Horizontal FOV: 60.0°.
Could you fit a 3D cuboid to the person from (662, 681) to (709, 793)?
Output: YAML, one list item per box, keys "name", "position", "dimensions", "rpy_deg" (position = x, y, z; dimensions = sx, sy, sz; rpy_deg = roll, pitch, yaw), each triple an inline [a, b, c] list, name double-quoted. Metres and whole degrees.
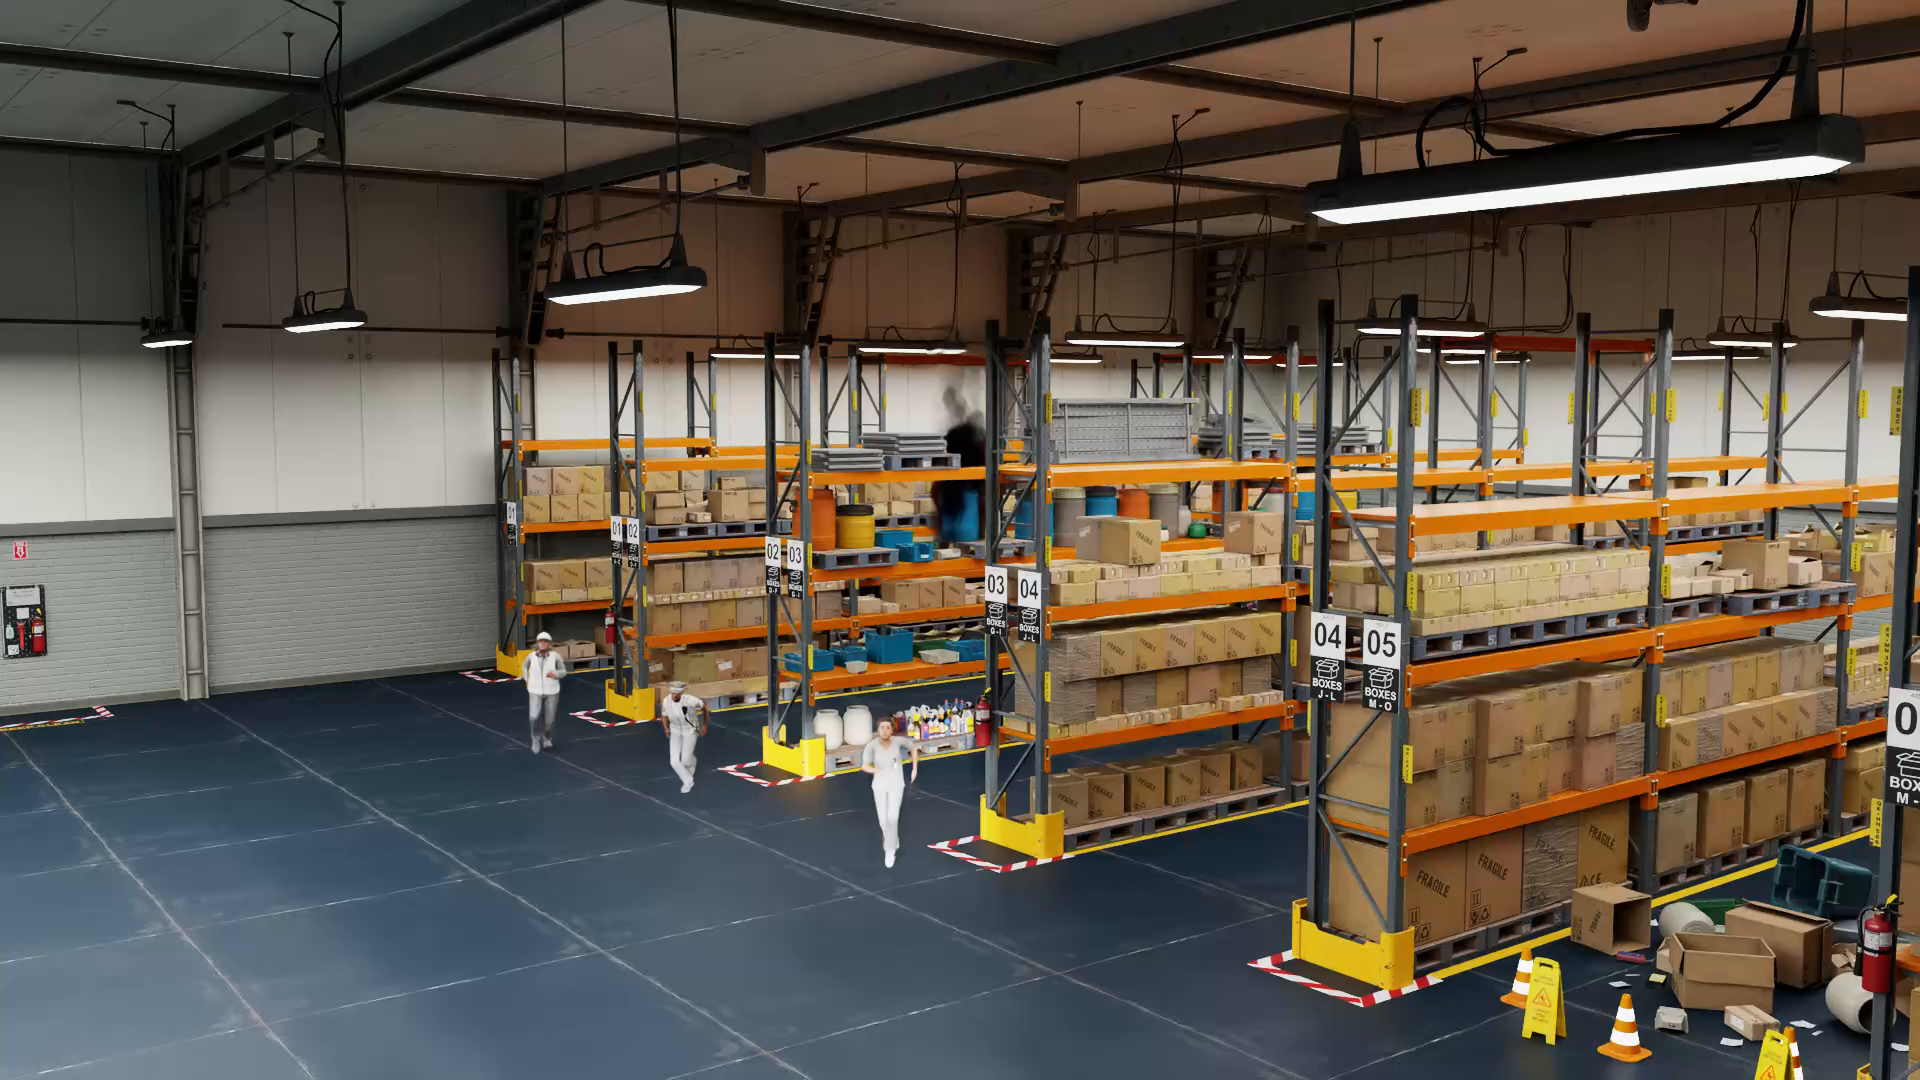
- name: "person"
  position: [-3.562, 2.537, 21.609]
  dimensions: [0.588, 1.516, 0.803]
  rpy_deg: [1, 5, 8]

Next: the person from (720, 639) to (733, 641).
- name: "person"
  position: [-4.155, 1.777, 29.891]
  dimensions: [0.522, 1.551, 0.598]
  rpy_deg: [4, 7, 40]

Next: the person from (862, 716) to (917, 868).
- name: "person"
  position: [-0.771, 2.740, 18.226]
  dimensions: [0.590, 1.642, 0.799]
  rpy_deg: [0, 5, 2]

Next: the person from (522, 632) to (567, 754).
- name: "person"
  position: [-5.974, 2.191, 23.911]
  dimensions: [0.646, 1.753, 0.721]
  rpy_deg: [-1, 5, -11]
